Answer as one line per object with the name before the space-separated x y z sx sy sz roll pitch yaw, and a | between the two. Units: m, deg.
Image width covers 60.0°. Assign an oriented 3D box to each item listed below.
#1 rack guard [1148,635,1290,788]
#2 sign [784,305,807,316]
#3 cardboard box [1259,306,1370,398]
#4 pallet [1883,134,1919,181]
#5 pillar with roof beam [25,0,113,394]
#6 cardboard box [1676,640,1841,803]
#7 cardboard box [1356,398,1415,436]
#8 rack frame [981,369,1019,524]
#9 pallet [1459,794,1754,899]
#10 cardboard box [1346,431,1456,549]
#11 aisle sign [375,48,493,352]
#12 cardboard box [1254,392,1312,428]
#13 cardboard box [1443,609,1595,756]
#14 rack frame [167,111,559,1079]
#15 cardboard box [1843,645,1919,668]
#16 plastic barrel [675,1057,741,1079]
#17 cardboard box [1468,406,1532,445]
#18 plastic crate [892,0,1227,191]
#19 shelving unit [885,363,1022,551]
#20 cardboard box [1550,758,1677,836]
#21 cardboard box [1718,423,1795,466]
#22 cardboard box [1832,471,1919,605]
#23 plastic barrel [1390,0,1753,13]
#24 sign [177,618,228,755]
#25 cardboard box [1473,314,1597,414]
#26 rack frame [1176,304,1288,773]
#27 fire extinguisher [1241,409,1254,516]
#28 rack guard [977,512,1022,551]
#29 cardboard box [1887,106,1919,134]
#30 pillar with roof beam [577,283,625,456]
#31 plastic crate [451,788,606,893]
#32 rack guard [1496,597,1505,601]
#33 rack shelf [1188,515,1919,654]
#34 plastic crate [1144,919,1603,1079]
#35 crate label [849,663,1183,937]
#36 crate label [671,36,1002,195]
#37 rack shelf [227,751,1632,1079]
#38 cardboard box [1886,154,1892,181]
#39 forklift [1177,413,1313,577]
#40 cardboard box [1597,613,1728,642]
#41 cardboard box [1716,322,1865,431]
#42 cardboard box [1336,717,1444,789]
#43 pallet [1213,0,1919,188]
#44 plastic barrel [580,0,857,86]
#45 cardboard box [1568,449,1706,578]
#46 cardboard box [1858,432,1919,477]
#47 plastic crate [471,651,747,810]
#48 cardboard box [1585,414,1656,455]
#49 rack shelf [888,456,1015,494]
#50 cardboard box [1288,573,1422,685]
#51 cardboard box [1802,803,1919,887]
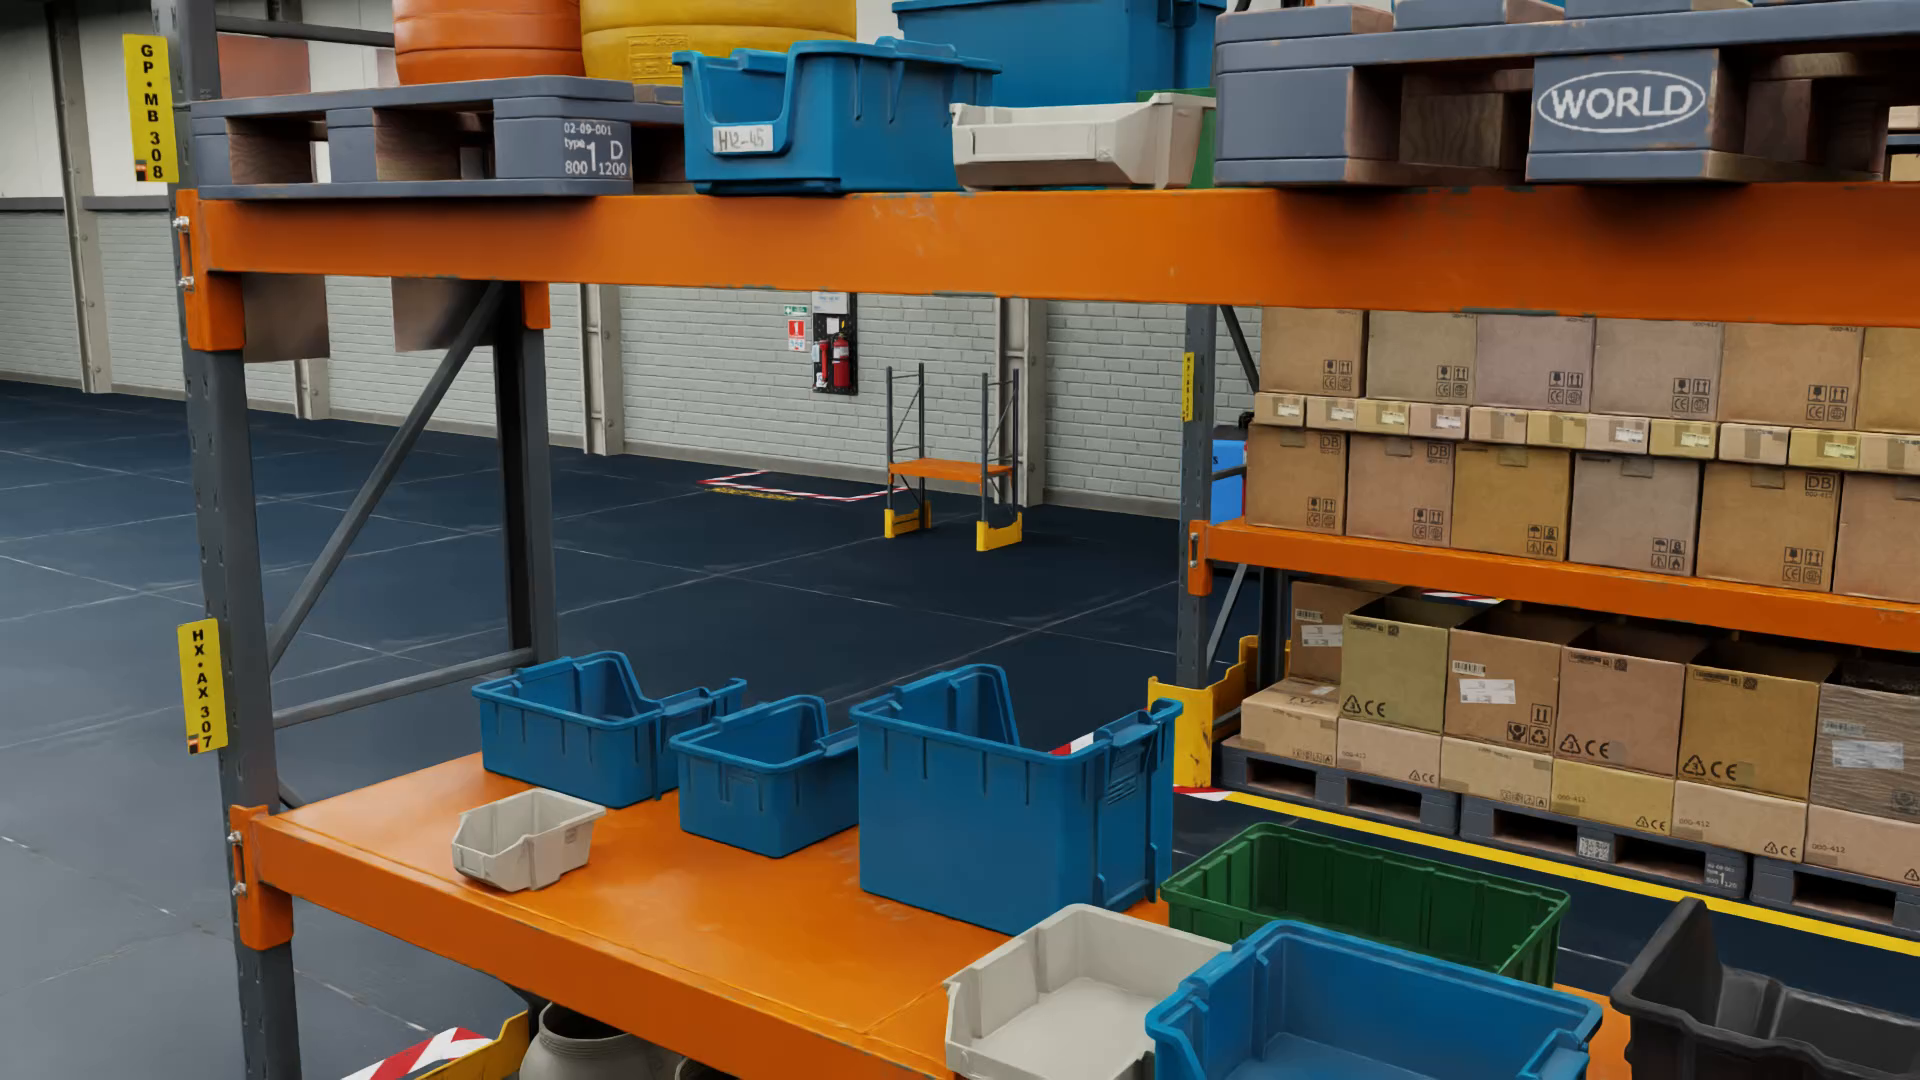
rack guard | 1.397 0.876 8.686 0.348 0.500 1.175 8 13 36
sign | -1.770 -2.473 17.927 0.331 0.109 0.001 8 13 36
cardboard box | 1.828 -0.974 7.990 0.500 0.500 0.700 8 14 36
pallet | 3.938 -1.420 6.309 1.213 0.211 1.003 8 13 36
pillar with roof beam | -16.470 -6.146 22.605 0.548 9.000 9.100 8 13 36
cardboard box | 3.336 0.744 6.944 0.500 0.500 0.500 8 13 36
cardboard box | 2.020 -0.582 7.668 0.250 0.149 0.380 8 14 36
rack frame | 0.341 -0.689 14.141 0.032 1.500 0.500 8 13 36
pallet | 3.037 1.237 7.579 1.213 0.211 1.003 8 13 36
cardboard box | 2.211 -0.285 7.842 0.500 0.500 0.700 8 14 37
aisle sign | -1.401 -0.921 4.547 0.004 0.787 0.394 8 13 36
cardboard box | 1.605 -0.639 7.965 0.250 0.149 0.380 8 13 35
cardboard box | 2.532 0.631 7.528 0.500 0.500 0.500 8 13 36
rack frame | -1.518 0.409 4.517 0.127 3.000 1.000 8 13 36
cardboard box | 4.044 0.722 7.062 0.500 0.500 0.500 8 13 36
plastic barrel | -0.539 1.543 4.100 0.421 0.512 0.421 0 11 0
cardboard box | 2.438 -0.523 7.367 0.250 0.149 0.380 7 13 34
plastic crate | 0.197 -0.887 3.364 0.575 0.384 0.392 8 13 36
shelving unit | -0.061 -0.745 14.432 1.083 1.500 0.587 8 13 36
cardboard box | 2.925 1.058 7.295 0.500 0.250 0.500 8 13 36
cardboard box | 3.272 -0.407 6.767 0.250 0.149 0.380 8 14 37
cardboard box | 3.850 -0.055 6.655 0.500 0.500 0.700 8 13 35
plastic barrel | 0.967 -1.194 2.483 0.708 0.901 0.600 8 13 36
sign | -1.848 0.357 4.058 0.005 0.325 0.100 8 13 36
cardboard box | 2.662 -0.859 7.396 0.500 0.500 0.700 8 14 36
rack frame | 1.416 -0.349 8.435 0.127 3.000 1.000 8 13 36
fire extinguisher | 1.596 -0.395 8.878 0.183 0.674 0.296 8 13 36
rack guard | 0.340 -0.075 14.261 0.087 0.250 0.587 8 13 36
cardboard box | 3.507 -1.617 6.281 0.250 0.149 0.380 8 13 36
pillar with roof beam | -6.798 -4.797 15.632 0.400 9.000 9.100 8 13 36
plastic crate | -0.988 0.689 3.768 0.250 0.136 0.298 8 13 36
rack guard | 4.407 0.128 12.550 0.348 0.500 1.175 8 13 36
rack shelf | 3.029 0.229 7.341 4.000 0.370 1.077 8 13 36
plastic crate | 0.653 0.849 2.635 0.616 0.251 0.499 8 13 36
crate label | 0.125 0.557 3.658 0.616 0.435 0.502 8 13 36
crate label | -0.205 -0.729 2.897 0.408 0.251 0.502 8 13 36
rack shelf | 0.094 0.987 3.423 4.000 0.370 1.077 8 13 36
cardboard box | 5.744 -2.383 10.735 0.500 0.500 0.500 9 14 39
forklift | 3.284 -1.145 12.731 3.031 2.935 1.130 5 12 25
cardboard box | 3.242 0.608 7.648 0.500 0.500 0.500 8 13 36
cardboard box | 3.468 -0.747 6.815 0.500 0.500 0.700 8 13 36
cardboard box | 2.122 0.945 7.881 0.500 0.250 0.500 8 13 36
pallet | 1.066 -0.587 2.268 1.003 0.211 1.213 8 13 36
plastic barrel | -0.524 -1.253 3.613 0.600 0.588 0.600 0 11 0
cardboard box | 3.035 -0.170 7.246 0.500 0.500 0.700 8 14 37
cardboard box | 3.672 -0.351 6.475 0.250 0.149 0.380 8 13 35
plastic crate | -0.938 0.493 4.477 0.616 0.251 0.499 8 13 36
cardboard box | 2.844 -0.466 7.071 0.250 0.149 0.380 8 14 36
rack shelf | -0.069 -0.569 14.471 1.000 0.185 0.538 8 13 36
cardboard box | 2.025 0.442 8.509 0.500 0.500 0.500 8 13 36
cardboard box | 3.740 1.168 6.726 0.500 0.250 0.500 8 13 36
